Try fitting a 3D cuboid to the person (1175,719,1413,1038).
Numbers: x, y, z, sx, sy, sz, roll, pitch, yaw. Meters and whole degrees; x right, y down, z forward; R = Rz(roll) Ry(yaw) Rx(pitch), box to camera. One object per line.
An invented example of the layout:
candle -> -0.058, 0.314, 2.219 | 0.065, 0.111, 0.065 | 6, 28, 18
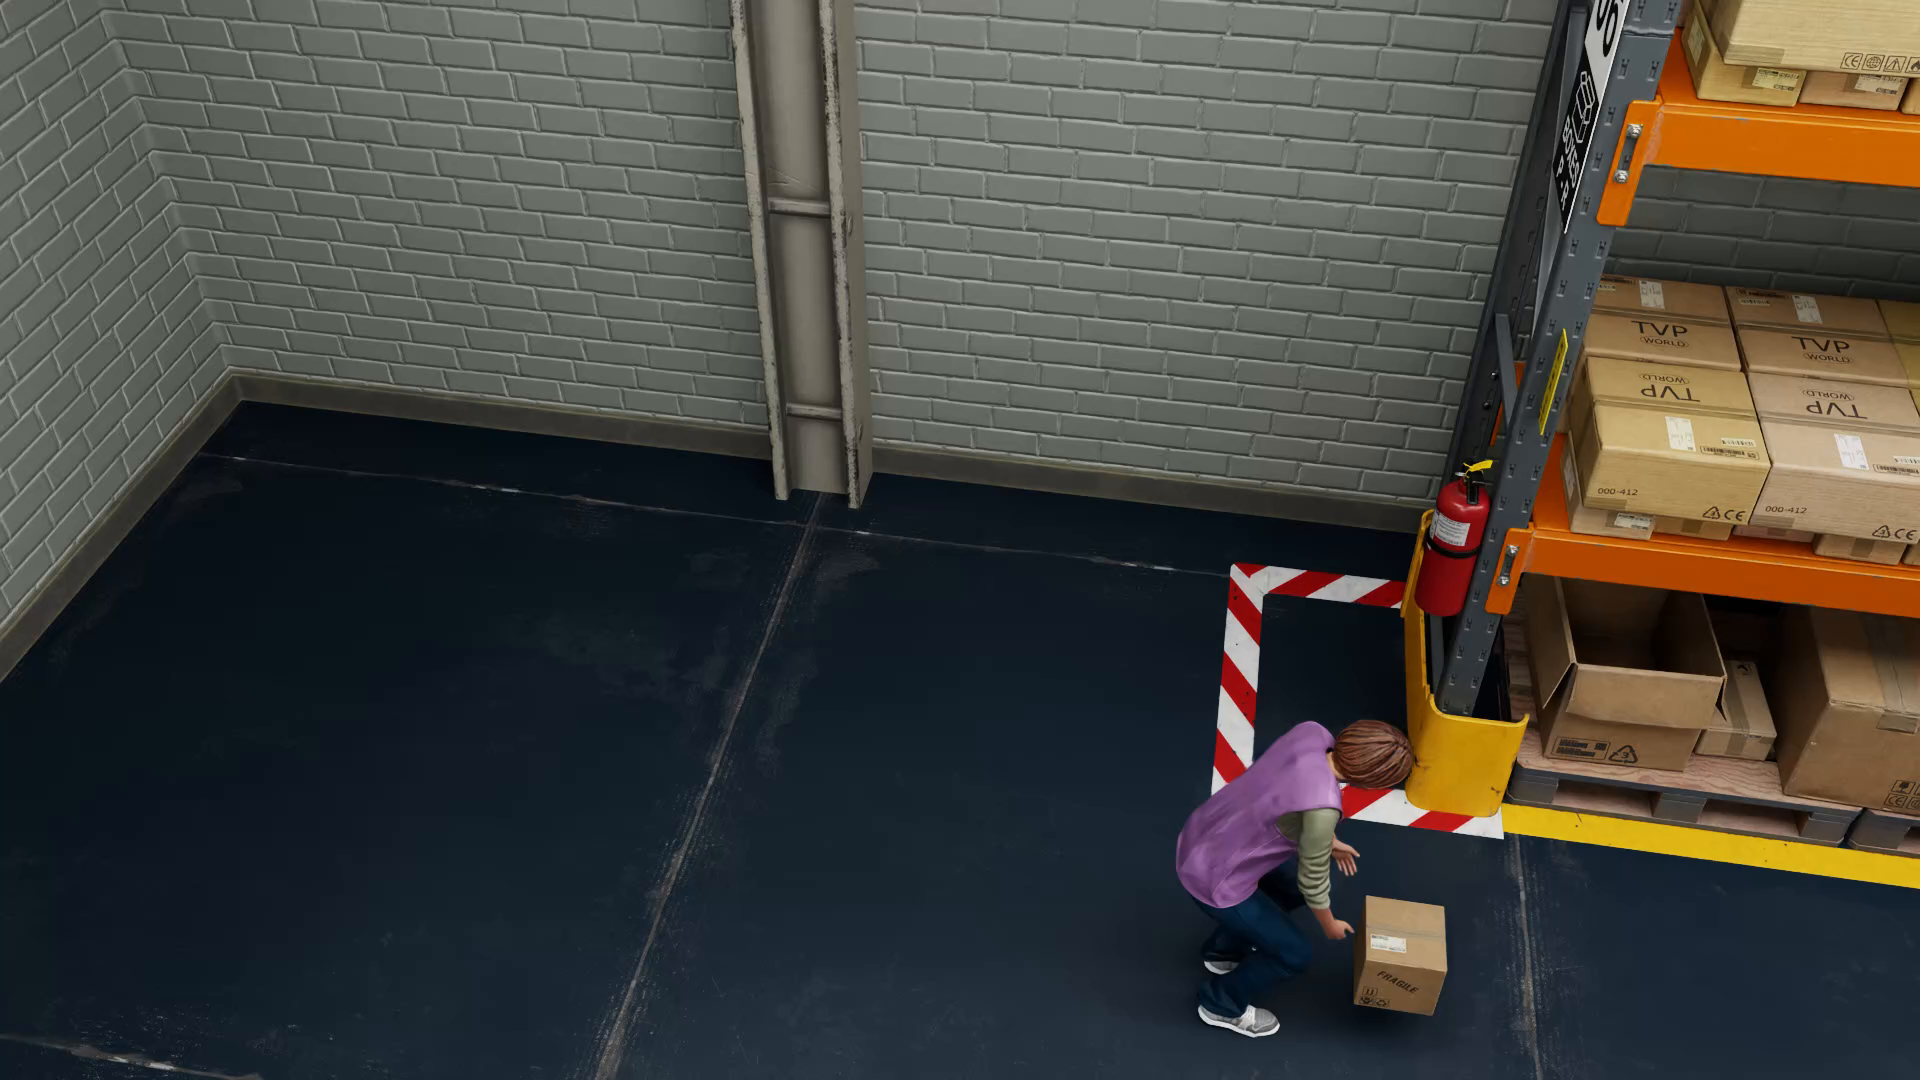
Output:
person -> 0.993, 1.018, 5.211 | 0.639, 1.325, 0.462 | 7, 42, 8
